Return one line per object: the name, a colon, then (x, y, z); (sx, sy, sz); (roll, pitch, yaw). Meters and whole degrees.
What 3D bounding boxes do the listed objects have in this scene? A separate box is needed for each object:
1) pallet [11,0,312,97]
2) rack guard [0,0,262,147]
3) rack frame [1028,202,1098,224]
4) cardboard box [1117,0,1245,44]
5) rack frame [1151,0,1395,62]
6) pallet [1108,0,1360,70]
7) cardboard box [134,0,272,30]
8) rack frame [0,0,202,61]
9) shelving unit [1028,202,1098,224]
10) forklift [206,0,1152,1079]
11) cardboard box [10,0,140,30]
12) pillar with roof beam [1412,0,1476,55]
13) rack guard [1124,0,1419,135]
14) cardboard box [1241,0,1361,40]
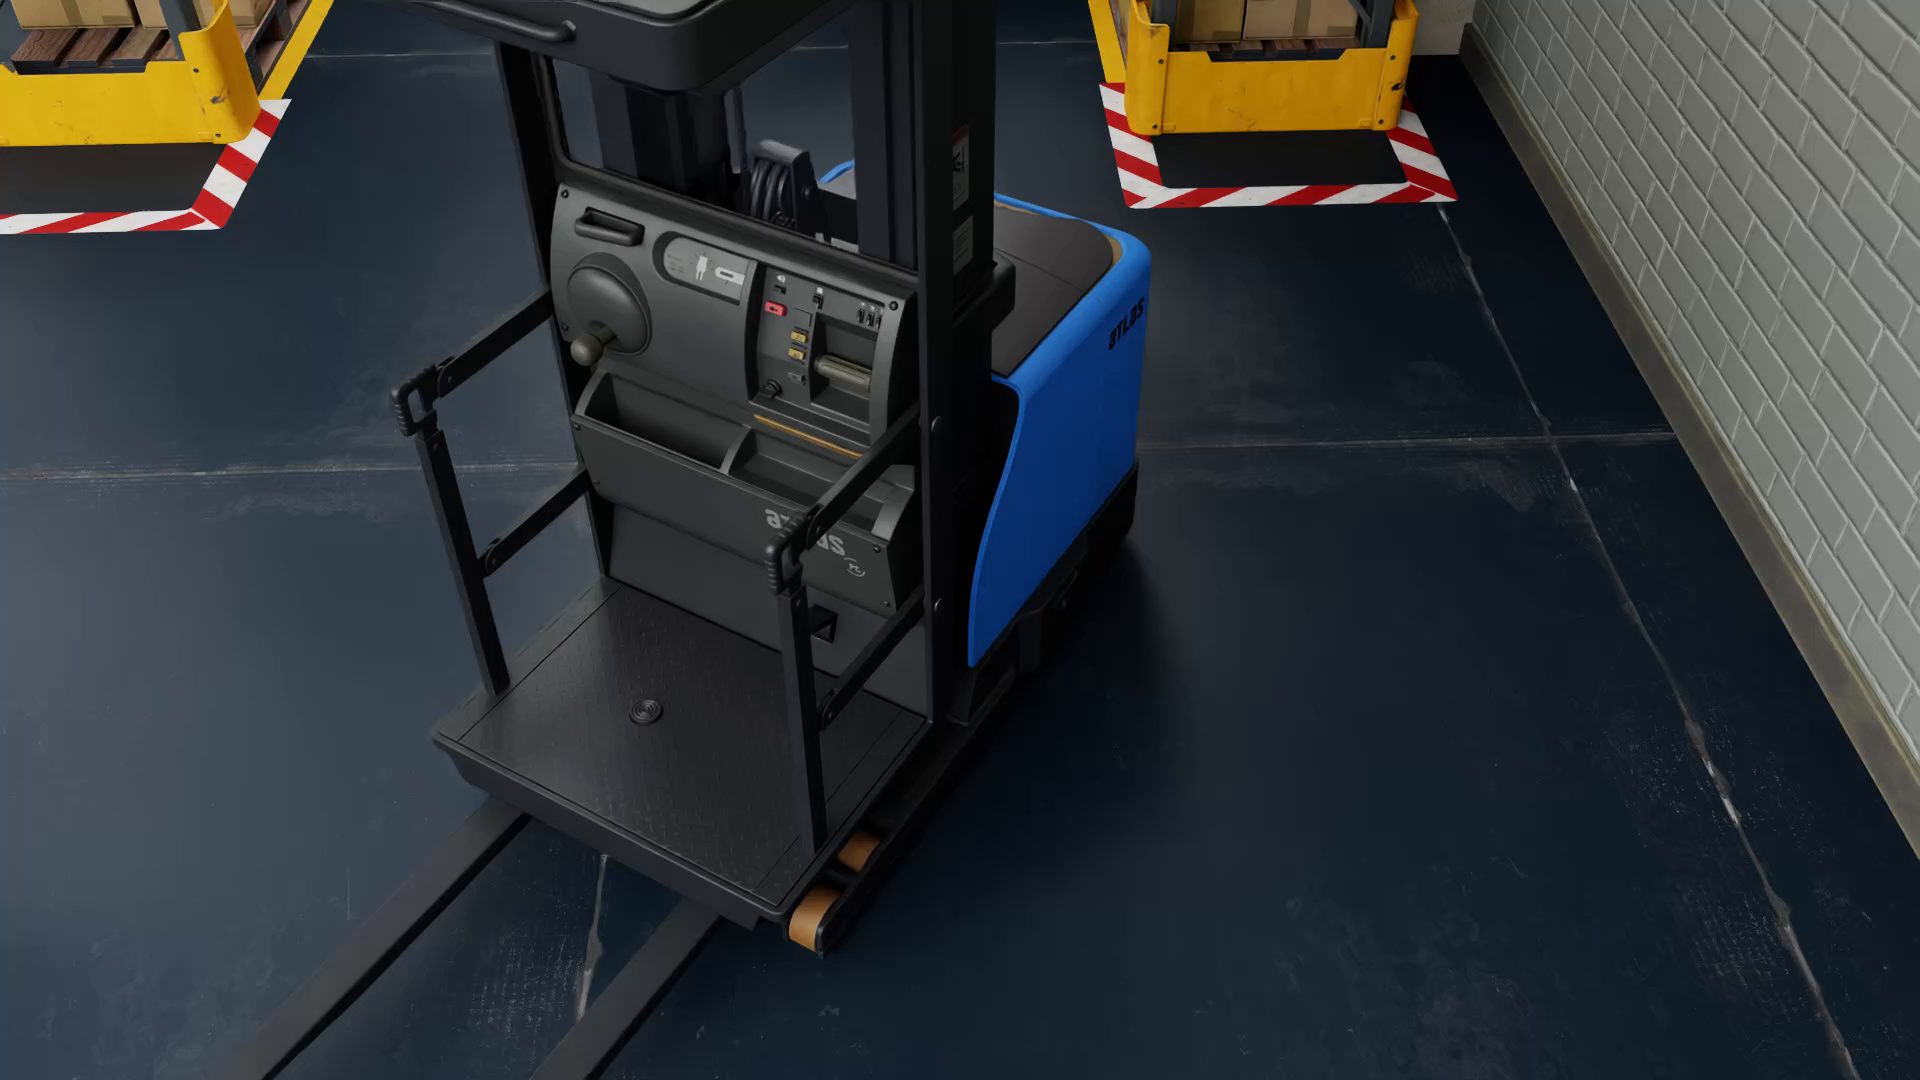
pallet: (-3.649, -2.421, 7.735); (1.003, 0.211, 1.213); (-2, 43, -2)
rack guard: (-3.649, -1.978, 7.038); (1.175, 0.500, 0.348); (-2, 43, -2)
rack frame: (0.306, -0.650, 5.294); (0.240, 0.900, 0.006); (22, 47, 22)
cardboard box: (0.977, -2.442, 7.419); (0.500, 0.250, 0.500); (-1, 43, -1)
rack frame: (1.313, -2.993, 6.295); (1.000, 3.000, 0.127); (-2, 43, -2)
pallet: (1.239, -2.480, 7.799); (1.003, 0.211, 1.213); (-2, 43, -2)
cardboard box: (-3.404, -2.542, 7.527); (0.500, 0.250, 0.500); (-2, 43, -2)
rack frame: (-3.646, -2.848, 6.137); (1.000, 3.000, 0.127); (-2, 43, -2)
shelving unit: (0.254, -0.591, 5.229); (0.258, 0.900, 0.210); (22, 47, 22)
forklift: (-0.635, -0.421, 3.540); (1.130, 2.935, 3.031); (22, 47, 22)
cardboard box: (-3.950, -2.543, 7.529); (0.500, 0.250, 0.500); (-2, 43, -2)
pillar with roof beam: (-2.117, -5.577, 4.674); (9.100, 9.000, 0.400); (-2, 43, -2)
rack guard: (1.314, -2.055, 7.122); (1.175, 0.500, 0.348); (-2, 43, -2)
cardboard box: (1.487, -2.471, 7.450); (0.500, 0.250, 0.500); (-1, 43, -2)
